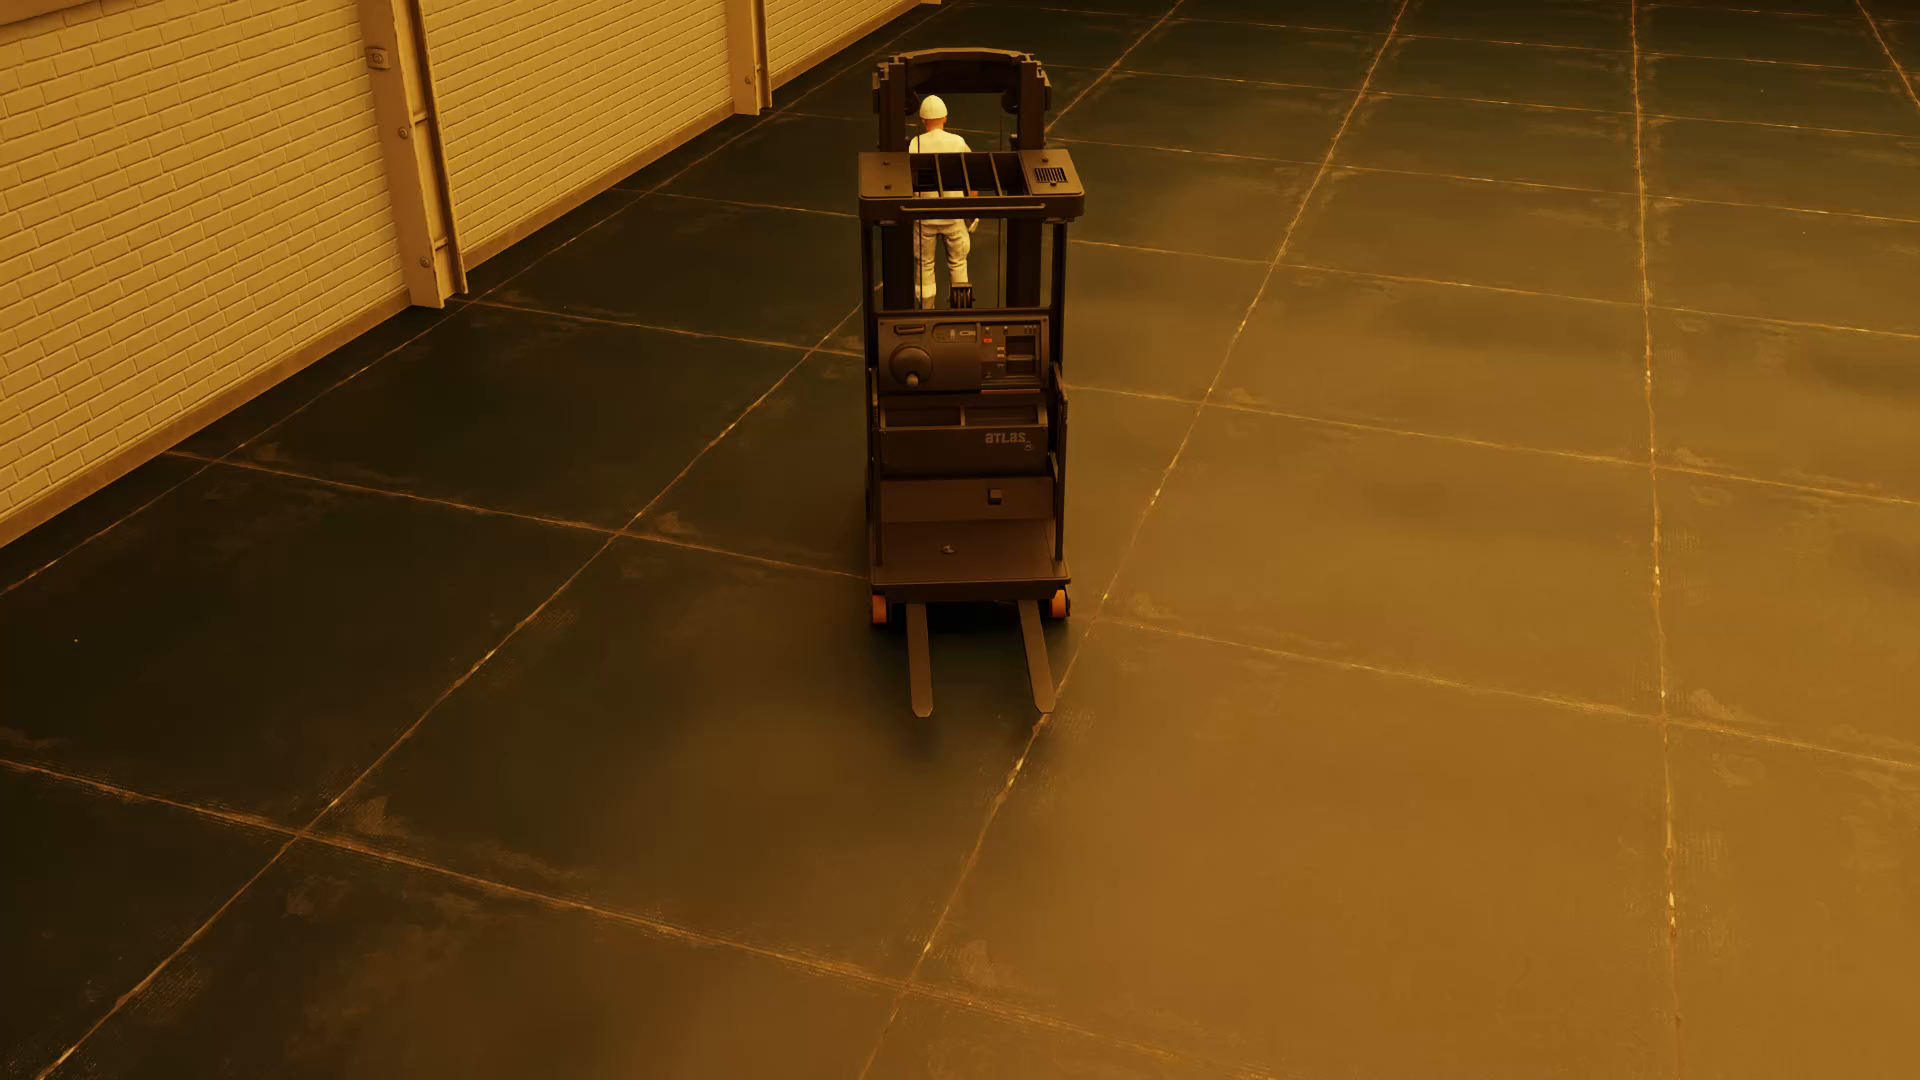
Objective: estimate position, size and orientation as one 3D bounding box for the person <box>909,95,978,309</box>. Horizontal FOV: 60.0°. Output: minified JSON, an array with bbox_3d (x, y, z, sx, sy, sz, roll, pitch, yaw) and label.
[{"bbox_3d":[-0.171,-2.469,12.633,0.619,1.779,0.449,-2,30,-4],"label":"person"}]

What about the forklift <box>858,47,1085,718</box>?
[{"bbox_3d":[0.035,-0.972,8.842,1.130,2.935,3.031,-2,30,-3],"label":"forklift"}]
